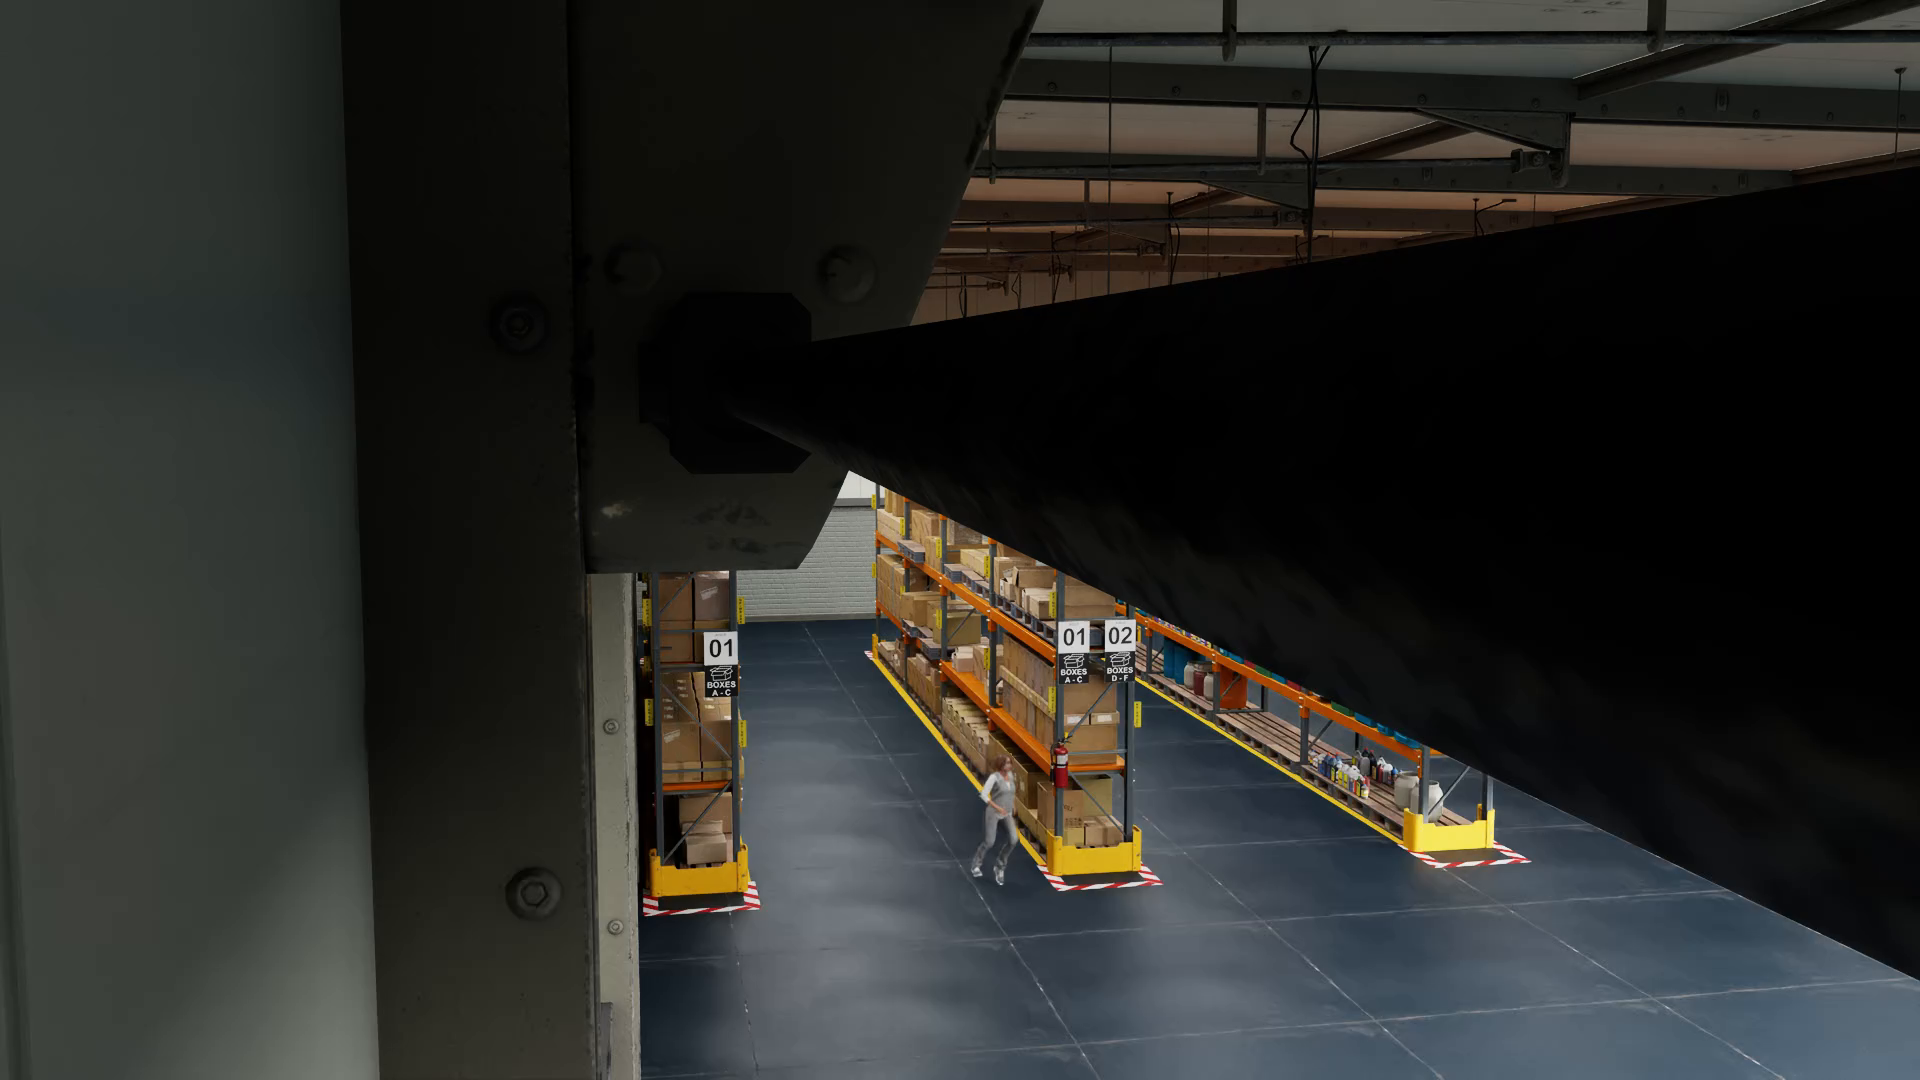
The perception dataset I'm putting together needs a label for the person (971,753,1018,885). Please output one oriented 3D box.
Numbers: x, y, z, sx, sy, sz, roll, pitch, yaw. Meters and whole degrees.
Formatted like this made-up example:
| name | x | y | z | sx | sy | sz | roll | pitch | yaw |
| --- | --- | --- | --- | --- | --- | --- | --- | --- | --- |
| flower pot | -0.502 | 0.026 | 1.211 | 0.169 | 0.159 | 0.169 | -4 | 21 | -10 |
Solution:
| name | x | y | z | sx | sy | sz | roll | pitch | yaw |
| --- | --- | --- | --- | --- | --- | --- | --- | --- | --- |
| person | 0.497 | 3.445 | 20.659 | 0.601 | 1.572 | 0.615 | -4 | 7 | -36 |
